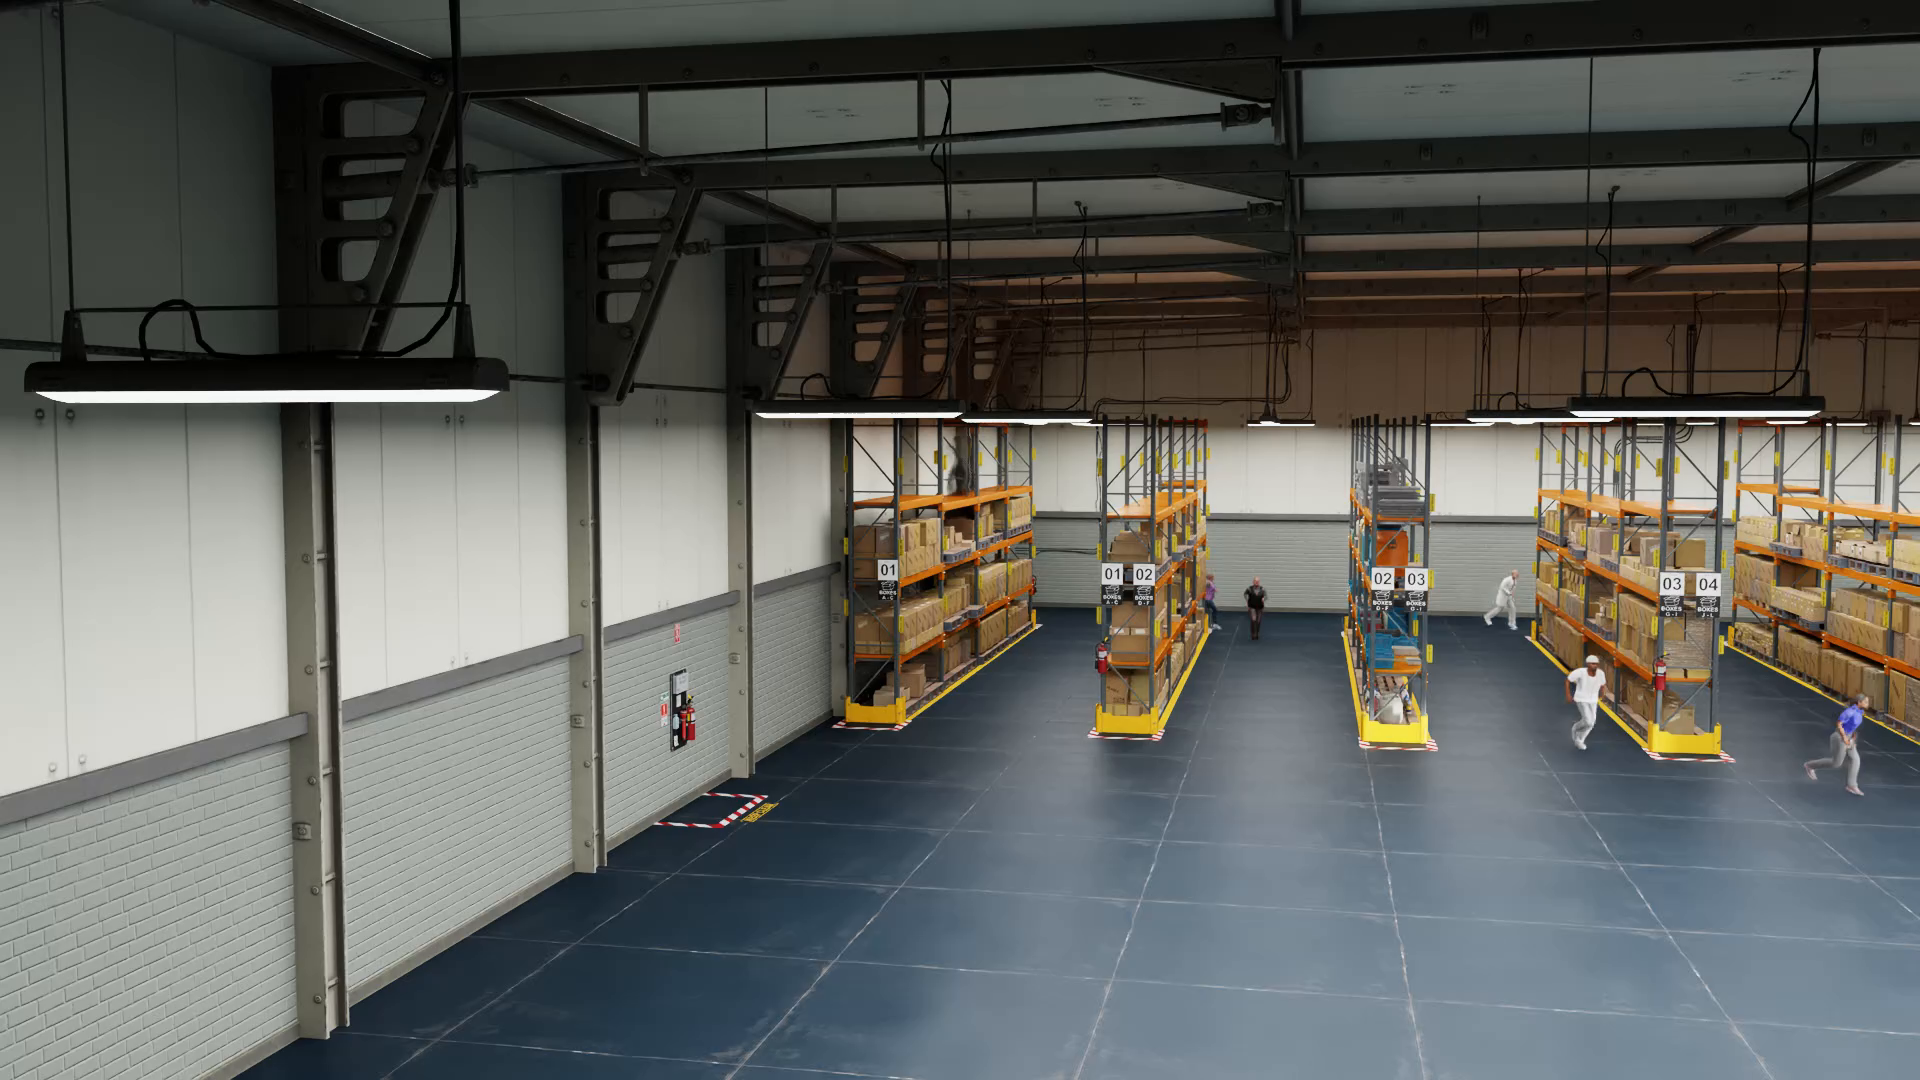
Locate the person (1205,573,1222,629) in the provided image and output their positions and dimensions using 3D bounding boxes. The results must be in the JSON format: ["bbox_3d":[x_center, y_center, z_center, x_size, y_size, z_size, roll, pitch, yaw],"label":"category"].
[{"bbox_3d":[7.146,1.755,47.876,0.845,1.583,0.571,1,4,17],"label":"person"}]

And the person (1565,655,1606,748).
[{"bbox_3d":[11.224,2.890,29.710,0.672,1.697,0.645,-1,4,-15],"label":"person"}]

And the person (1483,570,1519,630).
[{"bbox_3d":[15.619,1.703,47.924,1.098,1.739,0.751,3,5,42],"label":"person"}]

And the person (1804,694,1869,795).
[{"bbox_3d":[13.914,3.249,26.392,0.911,1.512,0.588,3,5,41],"label":"person"}]

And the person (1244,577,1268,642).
[{"bbox_3d":[8.022,1.887,45.045,0.599,1.766,0.869,0,4,-4],"label":"person"}]
